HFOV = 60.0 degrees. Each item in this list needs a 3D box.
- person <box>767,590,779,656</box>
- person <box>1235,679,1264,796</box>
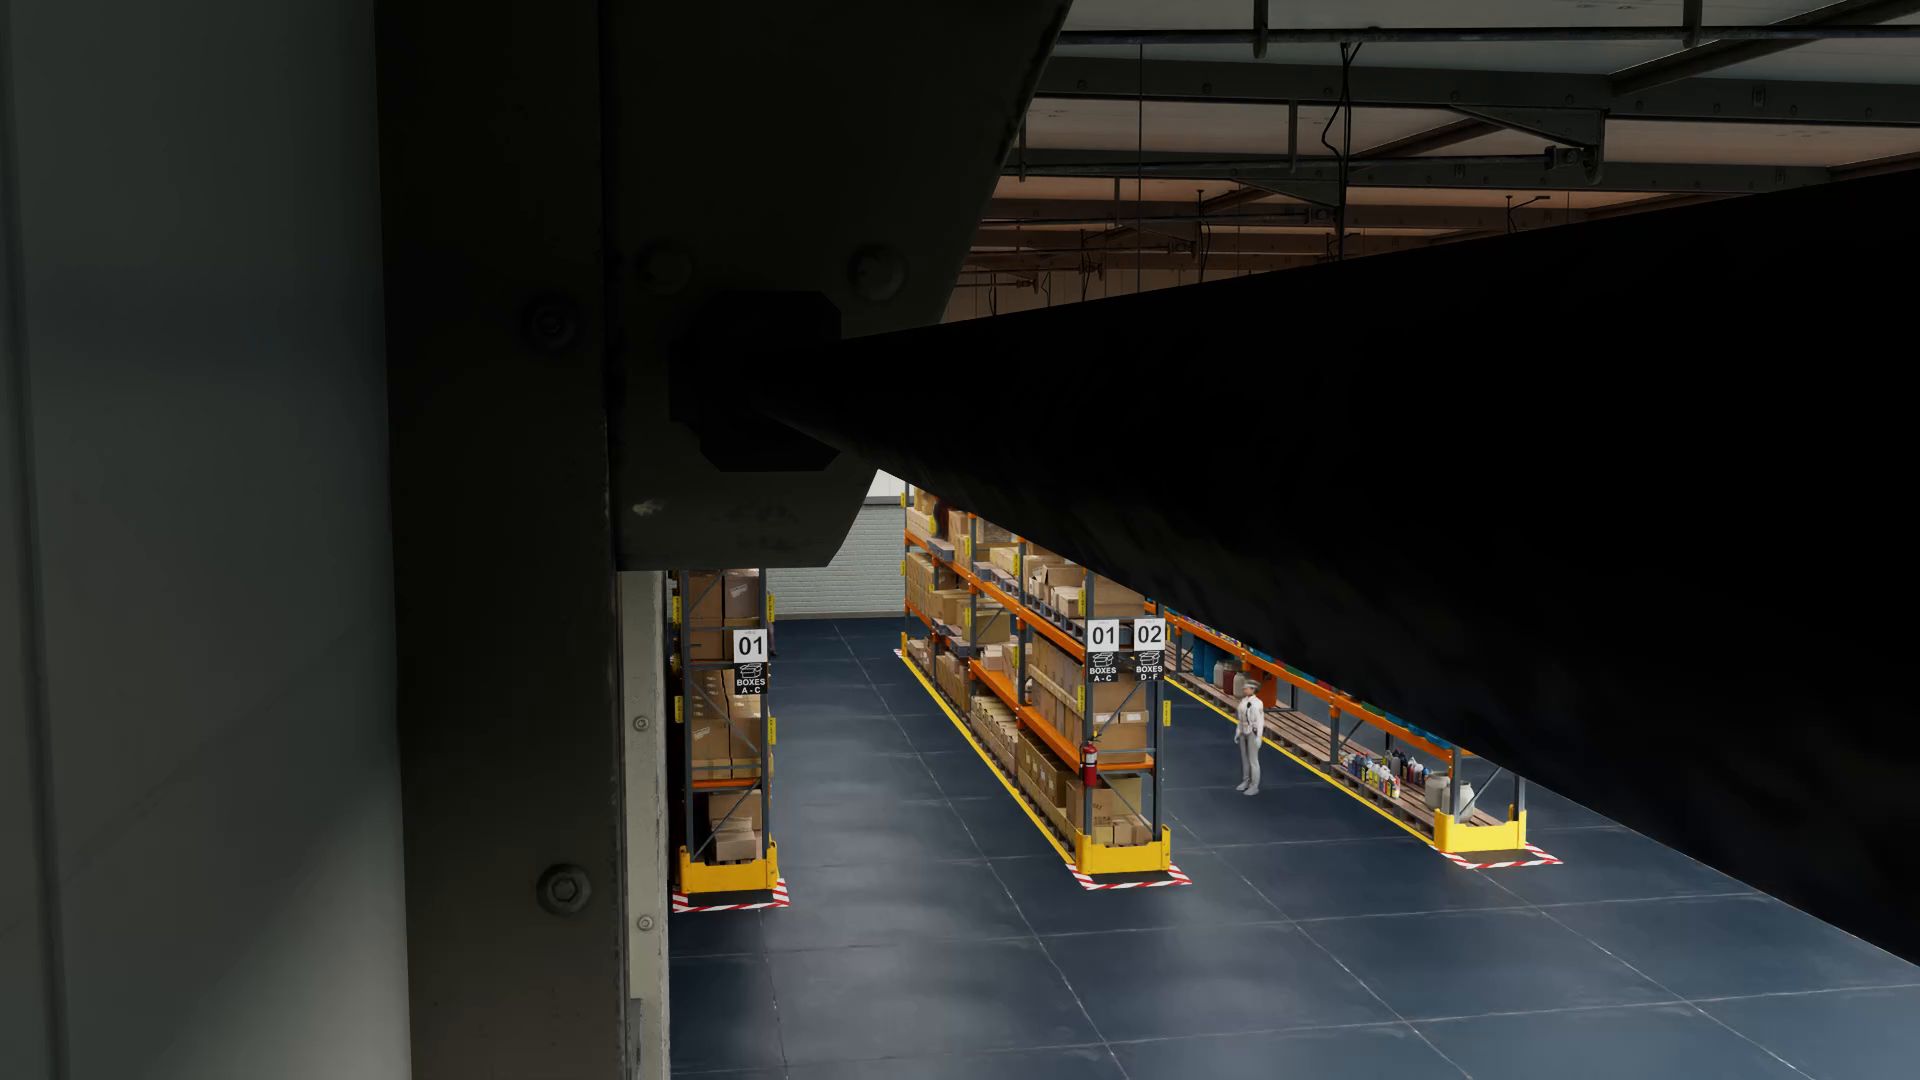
[{"bbox_3d":[-4.302,1.739,36.538,0.555,1.597,1.026,-2,6,-19],"label":"person"},{"bbox_3d":[4.311,2.920,24.853,0.375,1.703,0.511,-3,6,-23],"label":"person"}]
